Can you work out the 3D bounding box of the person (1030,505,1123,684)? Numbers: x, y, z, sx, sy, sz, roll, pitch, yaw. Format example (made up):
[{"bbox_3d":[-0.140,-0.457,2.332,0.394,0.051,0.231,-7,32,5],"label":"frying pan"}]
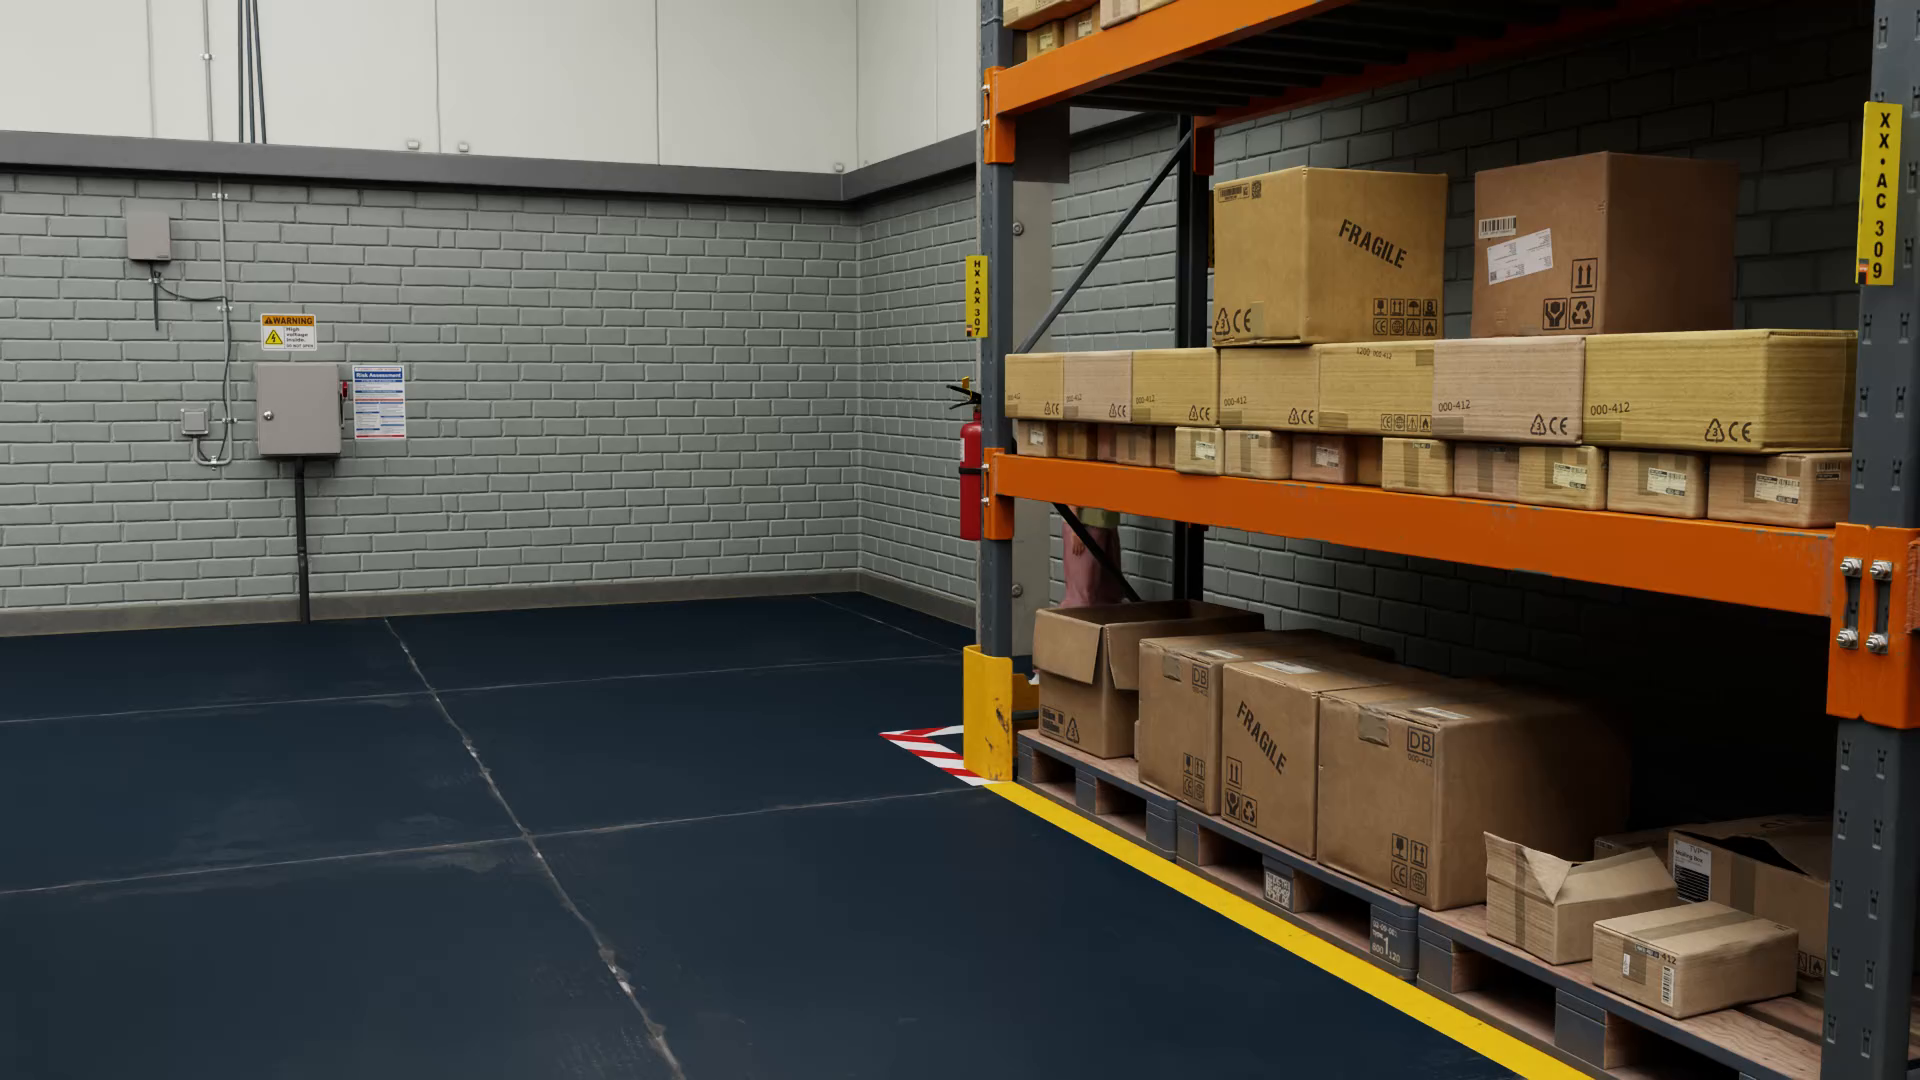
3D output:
[{"bbox_3d":[0.660,-0.048,8.414,0.460,1.678,0.578,3,6,25],"label":"person"}]
